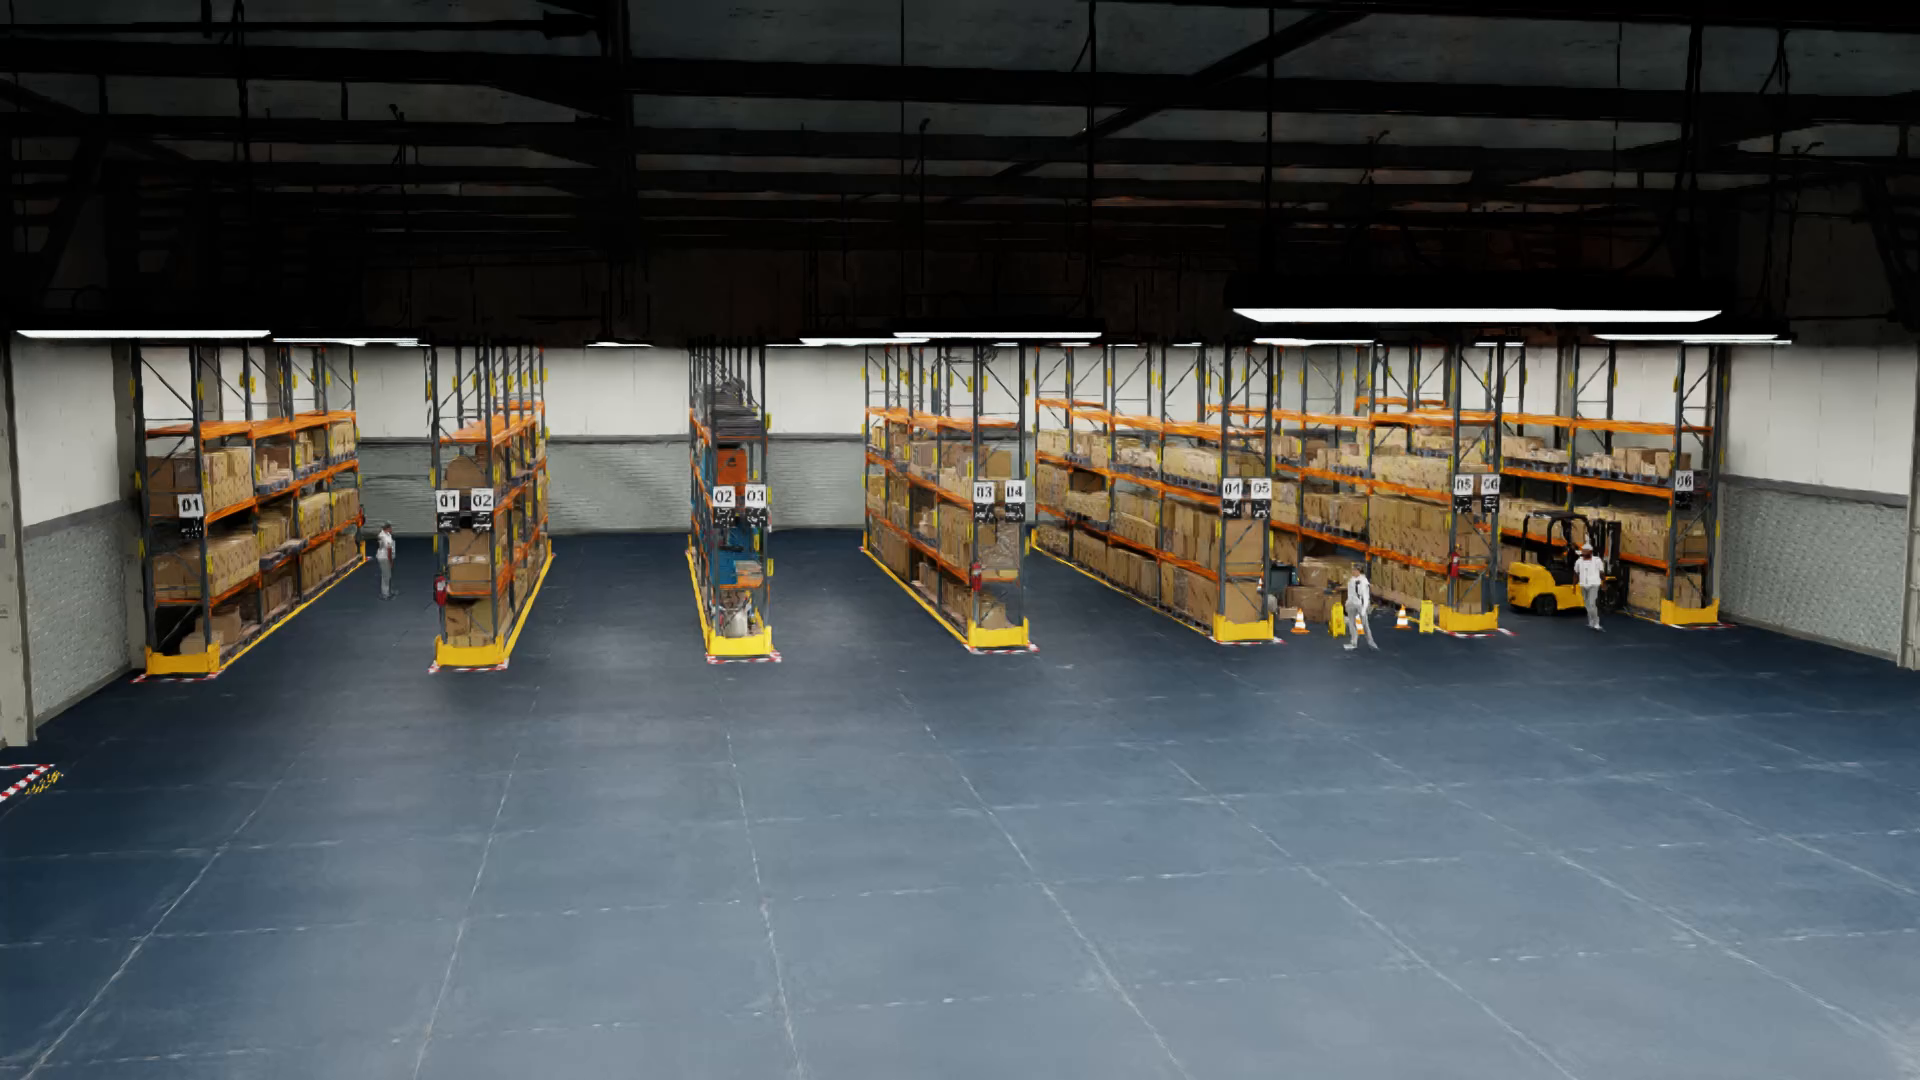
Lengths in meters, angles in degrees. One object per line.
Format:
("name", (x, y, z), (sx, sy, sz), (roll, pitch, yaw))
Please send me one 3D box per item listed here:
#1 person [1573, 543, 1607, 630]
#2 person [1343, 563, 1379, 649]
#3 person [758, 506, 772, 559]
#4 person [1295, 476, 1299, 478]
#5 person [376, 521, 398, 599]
("person", (12.940, 0.928, 34.170), (0.499, 1.750, 0.651), (-6, 9, -44))
("person", (7.691, 1.260, 31.859), (0.473, 1.666, 0.657), (-5, 8, -38))
("person", (-5.451, -0.367, 45.658), (0.565, 1.734, 1.045), (-1, 7, -12))
("person", (10.527, -1.087, 51.623), (0.374, 1.783, 0.626), (-6, 9, -44))
("person", (-13.181, 0.446, 38.347), (0.492, 1.764, 0.626), (-5, 8, -36))
